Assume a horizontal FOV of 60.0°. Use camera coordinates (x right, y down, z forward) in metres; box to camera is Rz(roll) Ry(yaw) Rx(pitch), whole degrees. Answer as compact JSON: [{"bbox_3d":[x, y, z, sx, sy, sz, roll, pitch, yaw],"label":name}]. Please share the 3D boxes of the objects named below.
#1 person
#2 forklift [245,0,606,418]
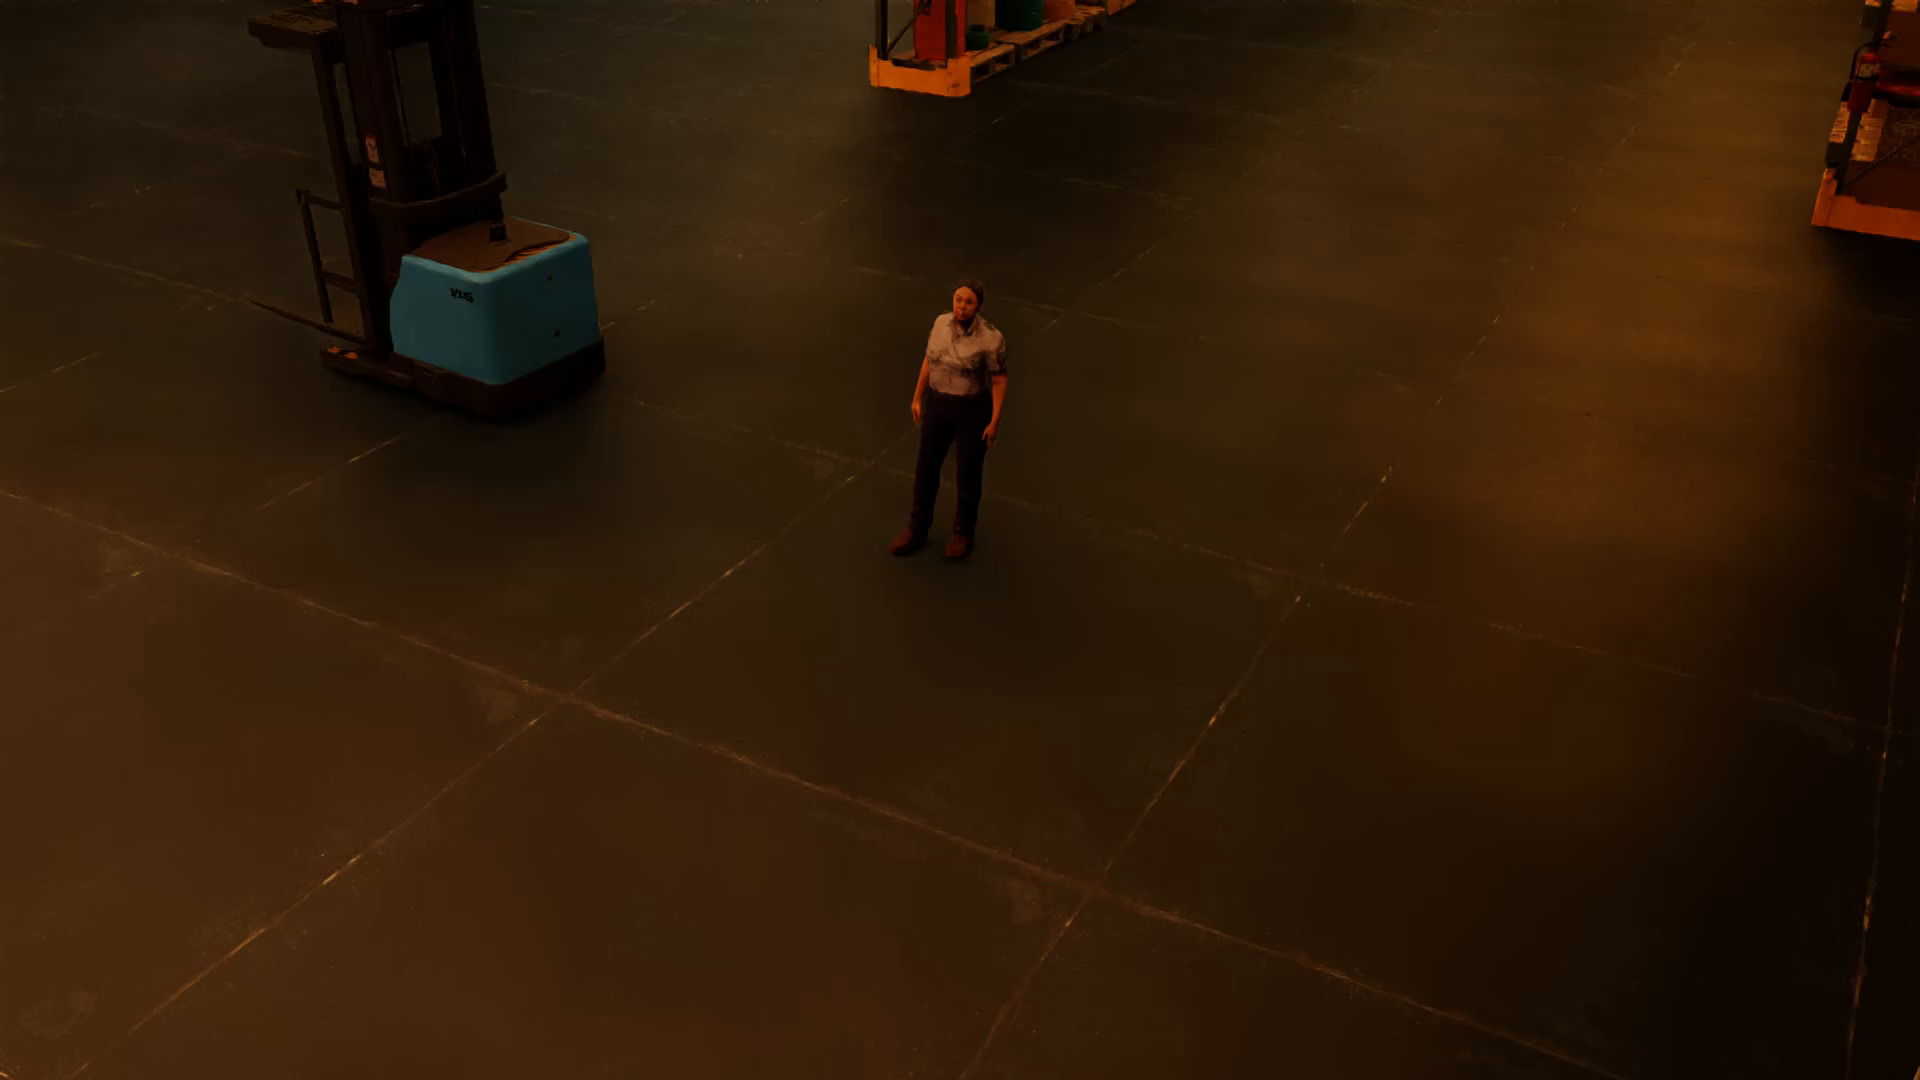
[{"bbox_3d":[-0.063,-0.686,9.529,0.599,1.650,0.502,15,33,25],"label":"person"},{"bbox_3d":[-4.063,-2.662,11.683,3.031,2.935,1.130,19,35,29],"label":"forklift"}]
